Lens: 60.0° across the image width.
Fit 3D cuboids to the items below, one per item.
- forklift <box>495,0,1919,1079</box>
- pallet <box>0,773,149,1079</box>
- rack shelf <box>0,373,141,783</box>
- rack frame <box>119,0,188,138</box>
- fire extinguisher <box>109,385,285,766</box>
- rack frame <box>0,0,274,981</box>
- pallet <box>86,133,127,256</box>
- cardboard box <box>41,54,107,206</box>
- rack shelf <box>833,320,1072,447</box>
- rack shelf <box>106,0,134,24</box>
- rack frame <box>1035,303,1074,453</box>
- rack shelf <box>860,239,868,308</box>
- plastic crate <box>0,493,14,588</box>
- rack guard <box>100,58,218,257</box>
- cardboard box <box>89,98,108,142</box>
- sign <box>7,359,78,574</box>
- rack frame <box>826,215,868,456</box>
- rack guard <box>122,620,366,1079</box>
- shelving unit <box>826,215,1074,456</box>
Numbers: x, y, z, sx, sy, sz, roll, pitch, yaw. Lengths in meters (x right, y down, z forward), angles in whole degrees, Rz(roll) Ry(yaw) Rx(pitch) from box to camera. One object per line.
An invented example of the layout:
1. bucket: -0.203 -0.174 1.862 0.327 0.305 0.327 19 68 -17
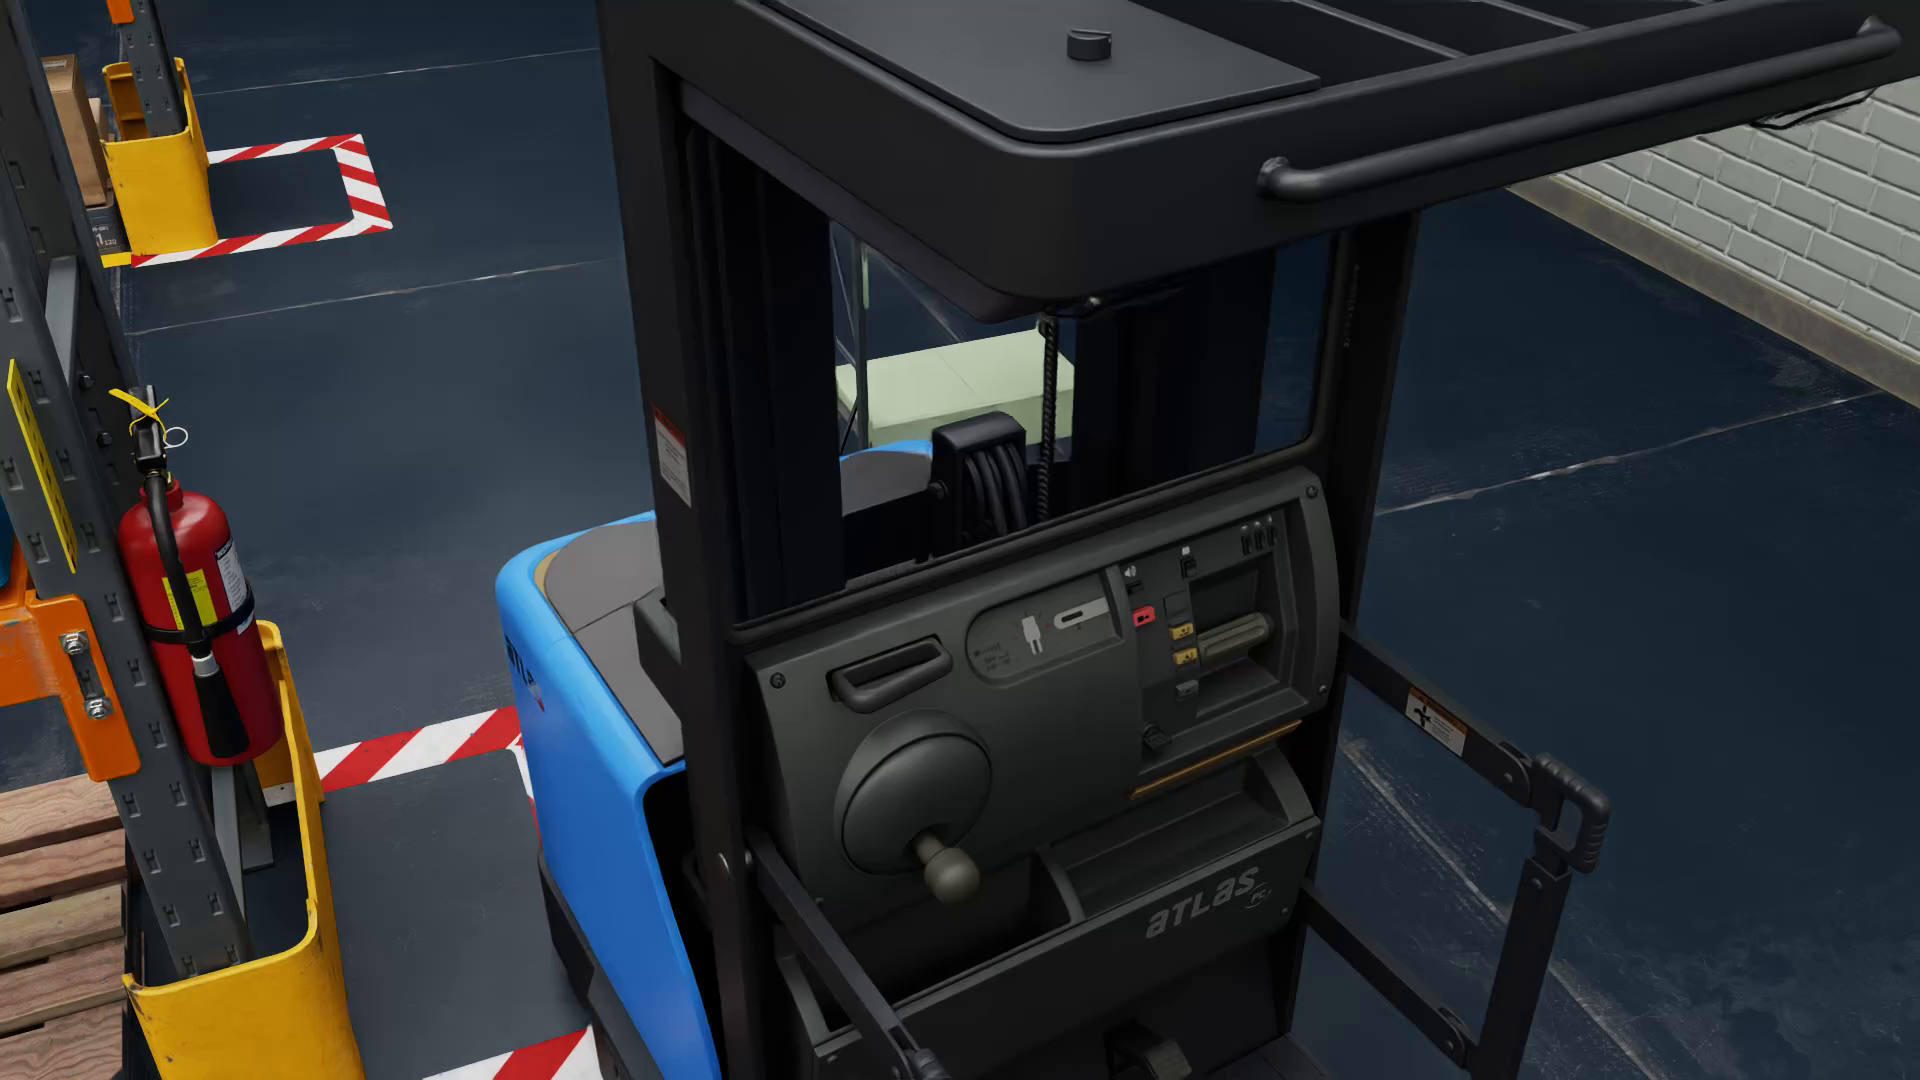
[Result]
1. forklift: 0.271 0.251 2.177 1.130 2.935 3.031 -18 37 -26
2. pallet: -2.389 1.010 3.503 1.213 0.211 1.003 -13 35 -19
3. rack shelf: -3.458 0.411 2.528 4.000 0.370 1.077 -13 35 -19
4. rack frame: -3.528 -2.805 6.810 0.127 3.000 1.000 -13 35 -19
5. fire extinguisher: -1.299 0.072 2.801 0.183 0.674 0.296 -13 35 -19
6. rack frame: -1.614 -0.313 2.981 0.127 3.000 1.000 -13 35 -19
7. pallet: -4.333 -1.451 7.286 1.213 0.211 1.003 -13 35 -19
8. cardboard box: -3.934 -1.703 7.005 0.500 0.500 0.500 -13 35 -19
9. rack shelf: -0.006 -0.354 5.017 0.720 0.370 0.431 -13 35 -19
10. rack shelf: -5.372 -2.081 6.357 4.000 0.370 1.077 -13 35 -19
11. rack frame: 0.331 -0.704 4.958 0.023 1.500 0.400 -13 35 -19
12. rack shelf: -0.006 -0.954 4.626 0.720 0.370 0.431 -13 35 -19
13. plastic crate: -1.850 -0.188 2.702 0.499 0.435 0.616 -13 35 -19
14. rack guard: -3.598 -1.741 7.467 0.348 0.500 1.175 -13 35 -19
15. cardboard box: -4.047 -1.878 7.597 0.250 0.149 0.380 -13 35 -19
16. sign: -1.386 -0.108 2.516 0.005 0.325 0.100 -13 35 -19
17. rack frame: -0.344 -0.550 4.720 0.023 1.500 0.400 -13 35 -19
18. rack guard: -1.597 0.723 3.680 0.348 0.500 1.175 -13 35 -19
19. shelving unit: -0.006 -0.627 4.839 0.755 1.500 0.431 -13 35 -19
